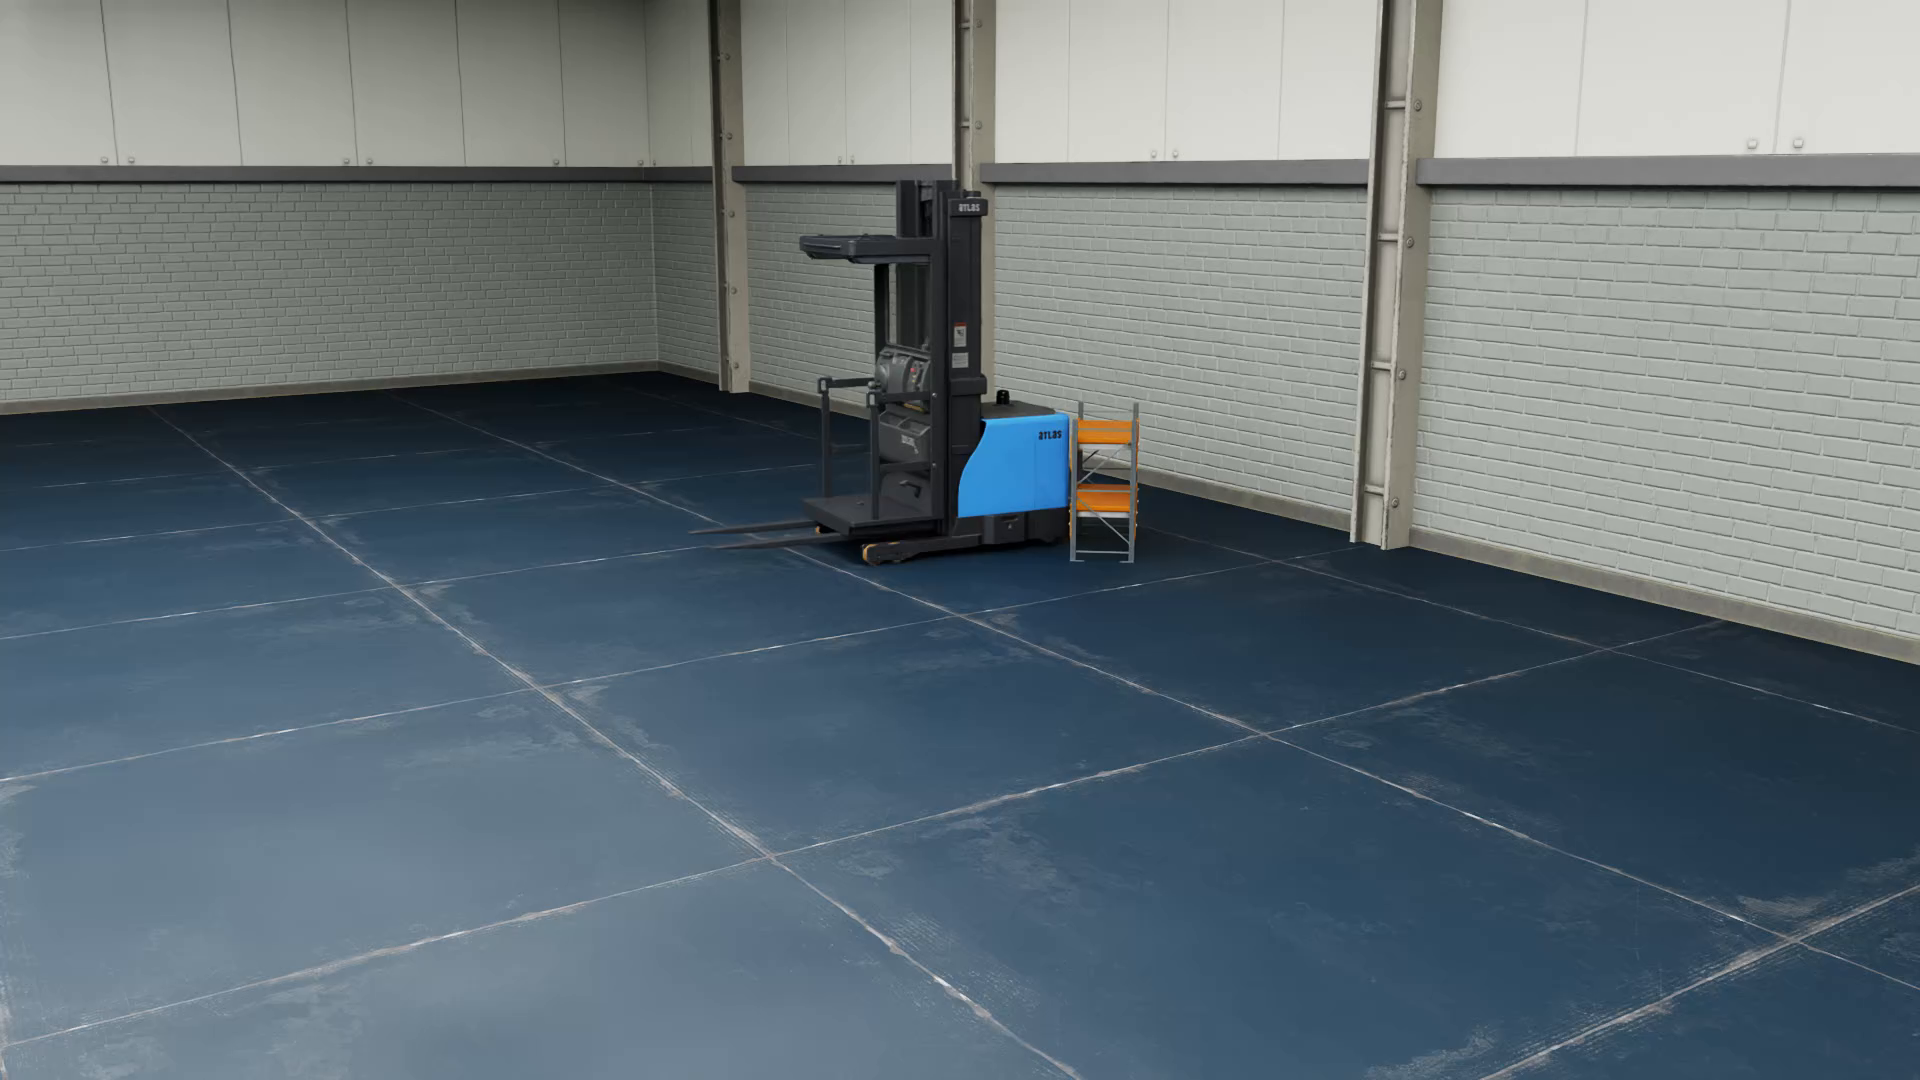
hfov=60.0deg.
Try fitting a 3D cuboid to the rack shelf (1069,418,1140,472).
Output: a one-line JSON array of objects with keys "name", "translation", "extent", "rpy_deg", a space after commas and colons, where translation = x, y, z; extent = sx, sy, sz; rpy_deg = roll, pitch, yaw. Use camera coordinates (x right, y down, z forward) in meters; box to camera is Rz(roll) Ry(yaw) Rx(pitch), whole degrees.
[{"name": "rack shelf", "translation": [1.176, -0.773, 13.392], "extent": [0.538, 0.278, 1.000], "rpy_deg": [1, 12, 6]}]

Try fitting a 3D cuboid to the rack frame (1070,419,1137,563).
[{"name": "rack frame", "translation": [1.118, -0.379, 12.961], "extent": [0.500, 1.125, 0.032], "rpy_deg": [1, 12, 6]}]

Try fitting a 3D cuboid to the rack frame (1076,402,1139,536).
[{"name": "rack frame", "translation": [1.235, -0.595, 13.948], "extent": [0.500, 1.125, 0.032], "rpy_deg": [1, 12, 6]}]

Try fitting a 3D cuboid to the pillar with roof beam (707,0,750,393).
[{"name": "pillar with roof beam", "translation": [-6.762, -5.993, 20.205], "extent": [9.100, 9.000, 0.400], "rpy_deg": [-8, 15, -33]}]

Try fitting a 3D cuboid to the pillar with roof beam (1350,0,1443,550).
[{"name": "pillar with roof beam", "translation": [-0.113, -3.859, 10.445], "extent": [9.100, 9.000, 0.400], "rpy_deg": [-8, 15, -33]}]

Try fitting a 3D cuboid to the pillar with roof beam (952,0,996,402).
[{"name": "pillar with roof beam", "translation": [-3.437, -4.926, 15.325], "extent": [9.100, 9.000, 0.400], "rpy_deg": [-8, 15, -33]}]

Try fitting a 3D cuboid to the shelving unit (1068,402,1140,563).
[{"name": "shelving unit", "translation": [1.176, -0.487, 13.455], "extent": [0.538, 1.125, 1.048], "rpy_deg": [1, 12, 6]}]

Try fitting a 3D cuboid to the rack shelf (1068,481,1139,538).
[{"name": "rack shelf", "translation": [1.176, -0.248, 13.507], "extent": [0.538, 0.278, 1.000], "rpy_deg": [1, 12, 6]}]

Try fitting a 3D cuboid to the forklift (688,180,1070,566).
[{"name": "forklift", "translation": [-0.645, -1.361, 13.223], "extent": [3.031, 2.935, 1.130], "rpy_deg": [-6, 14, -26]}]
